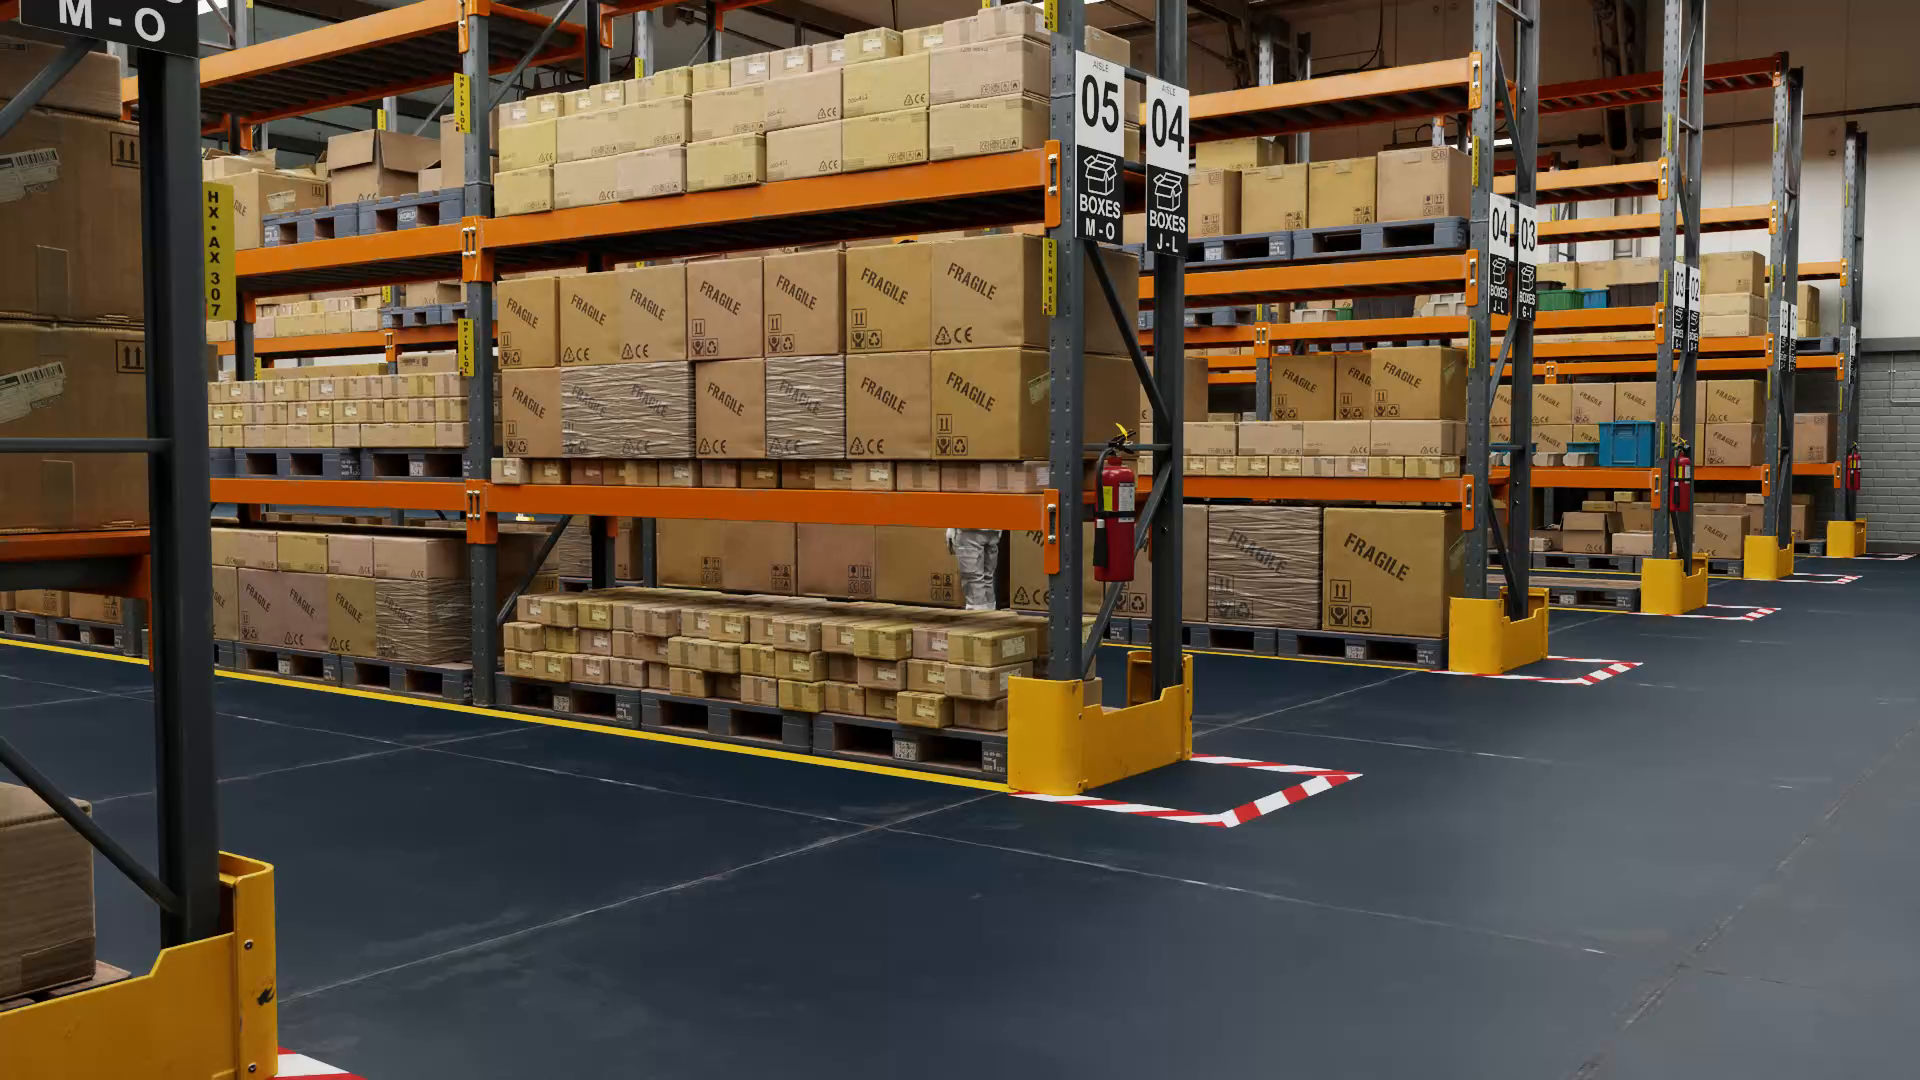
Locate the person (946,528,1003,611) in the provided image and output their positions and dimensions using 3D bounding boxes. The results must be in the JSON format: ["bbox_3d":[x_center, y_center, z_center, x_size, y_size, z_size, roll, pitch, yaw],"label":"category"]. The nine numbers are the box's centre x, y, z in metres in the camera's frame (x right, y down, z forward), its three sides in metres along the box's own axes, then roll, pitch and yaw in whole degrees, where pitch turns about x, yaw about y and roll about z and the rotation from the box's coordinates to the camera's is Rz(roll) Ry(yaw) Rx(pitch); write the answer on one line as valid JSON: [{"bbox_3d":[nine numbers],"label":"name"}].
[{"bbox_3d":[0.077,-0.077,12.359,0.565,1.787,0.637,2,4,36],"label":"person"}]
